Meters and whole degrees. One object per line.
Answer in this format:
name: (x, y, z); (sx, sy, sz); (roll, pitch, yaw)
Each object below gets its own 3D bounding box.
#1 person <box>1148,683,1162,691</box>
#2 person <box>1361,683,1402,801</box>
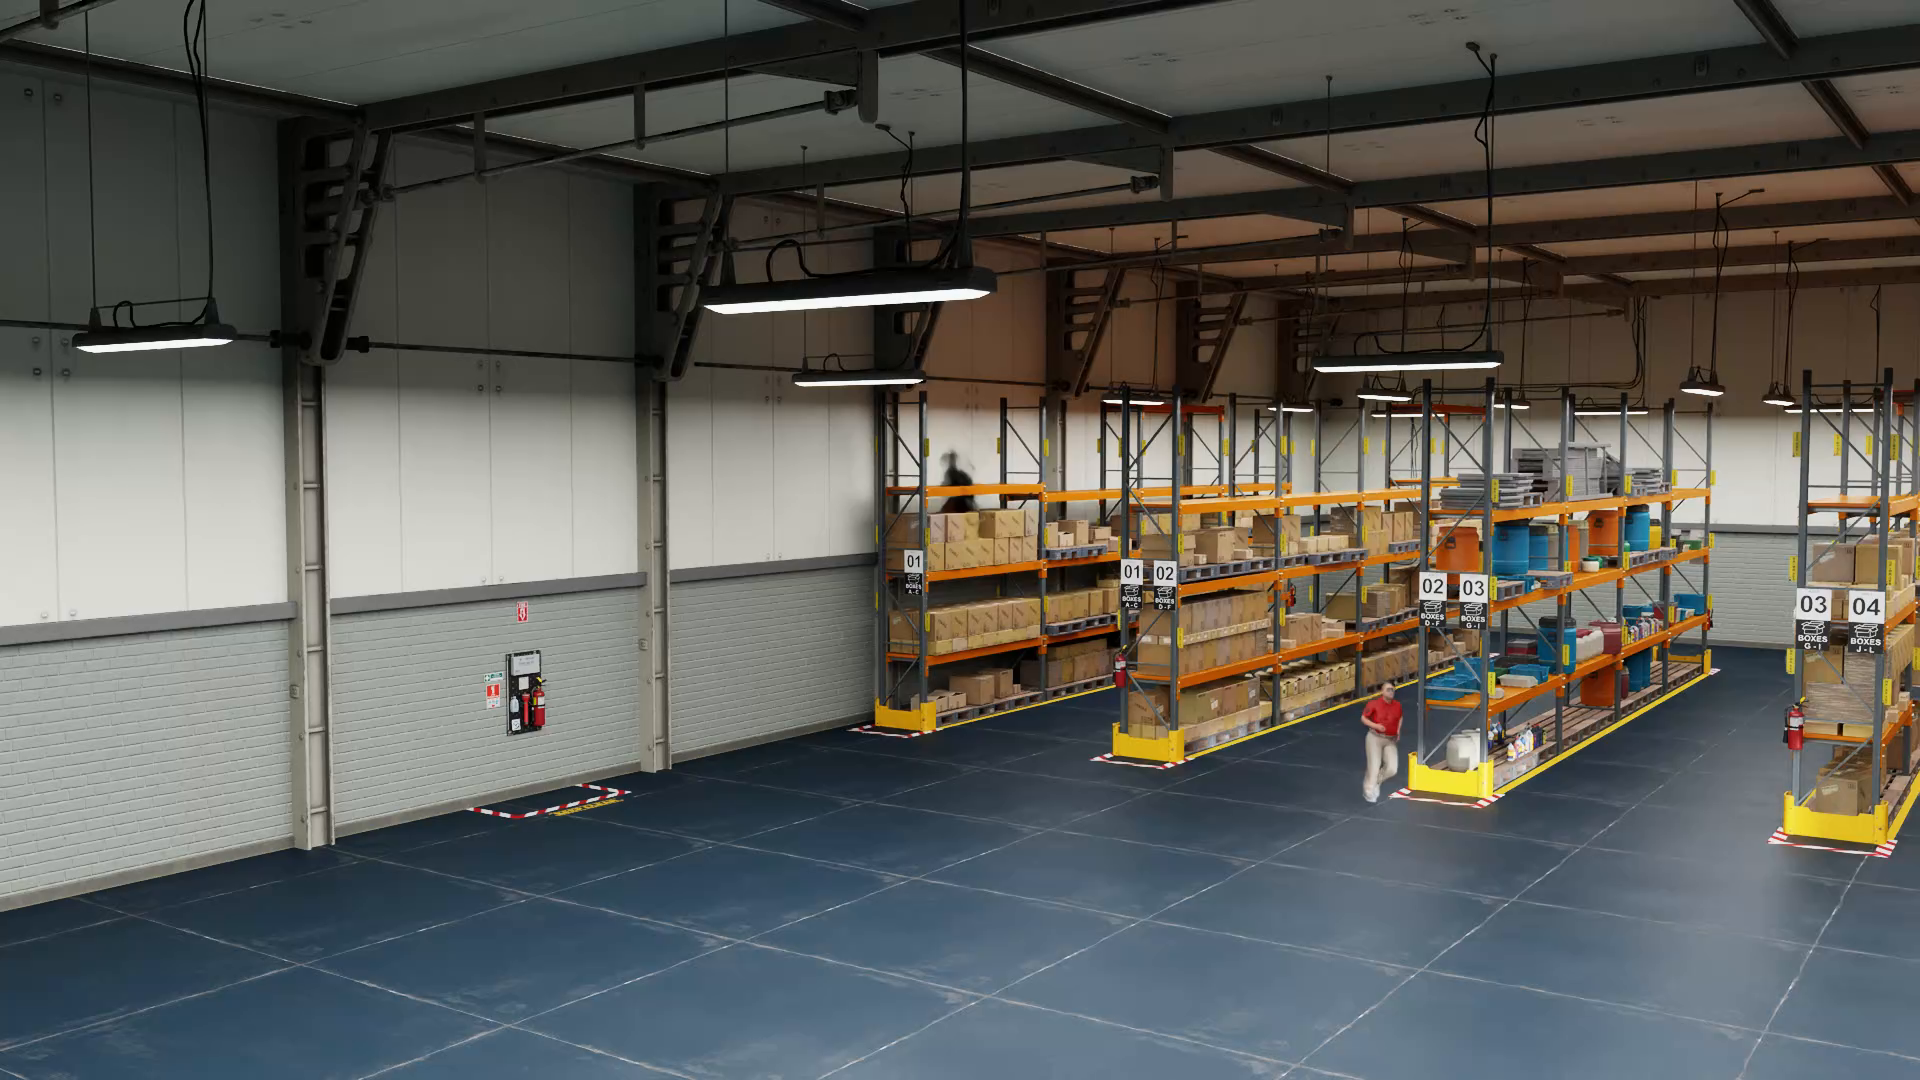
person: (3.715, 2.428, 30.710); (0.721, 1.746, 0.639); (2, 4, 37)
person: (6.024, 2.858, 23.510); (0.675, 1.672, 0.598); (-1, 3, -10)
